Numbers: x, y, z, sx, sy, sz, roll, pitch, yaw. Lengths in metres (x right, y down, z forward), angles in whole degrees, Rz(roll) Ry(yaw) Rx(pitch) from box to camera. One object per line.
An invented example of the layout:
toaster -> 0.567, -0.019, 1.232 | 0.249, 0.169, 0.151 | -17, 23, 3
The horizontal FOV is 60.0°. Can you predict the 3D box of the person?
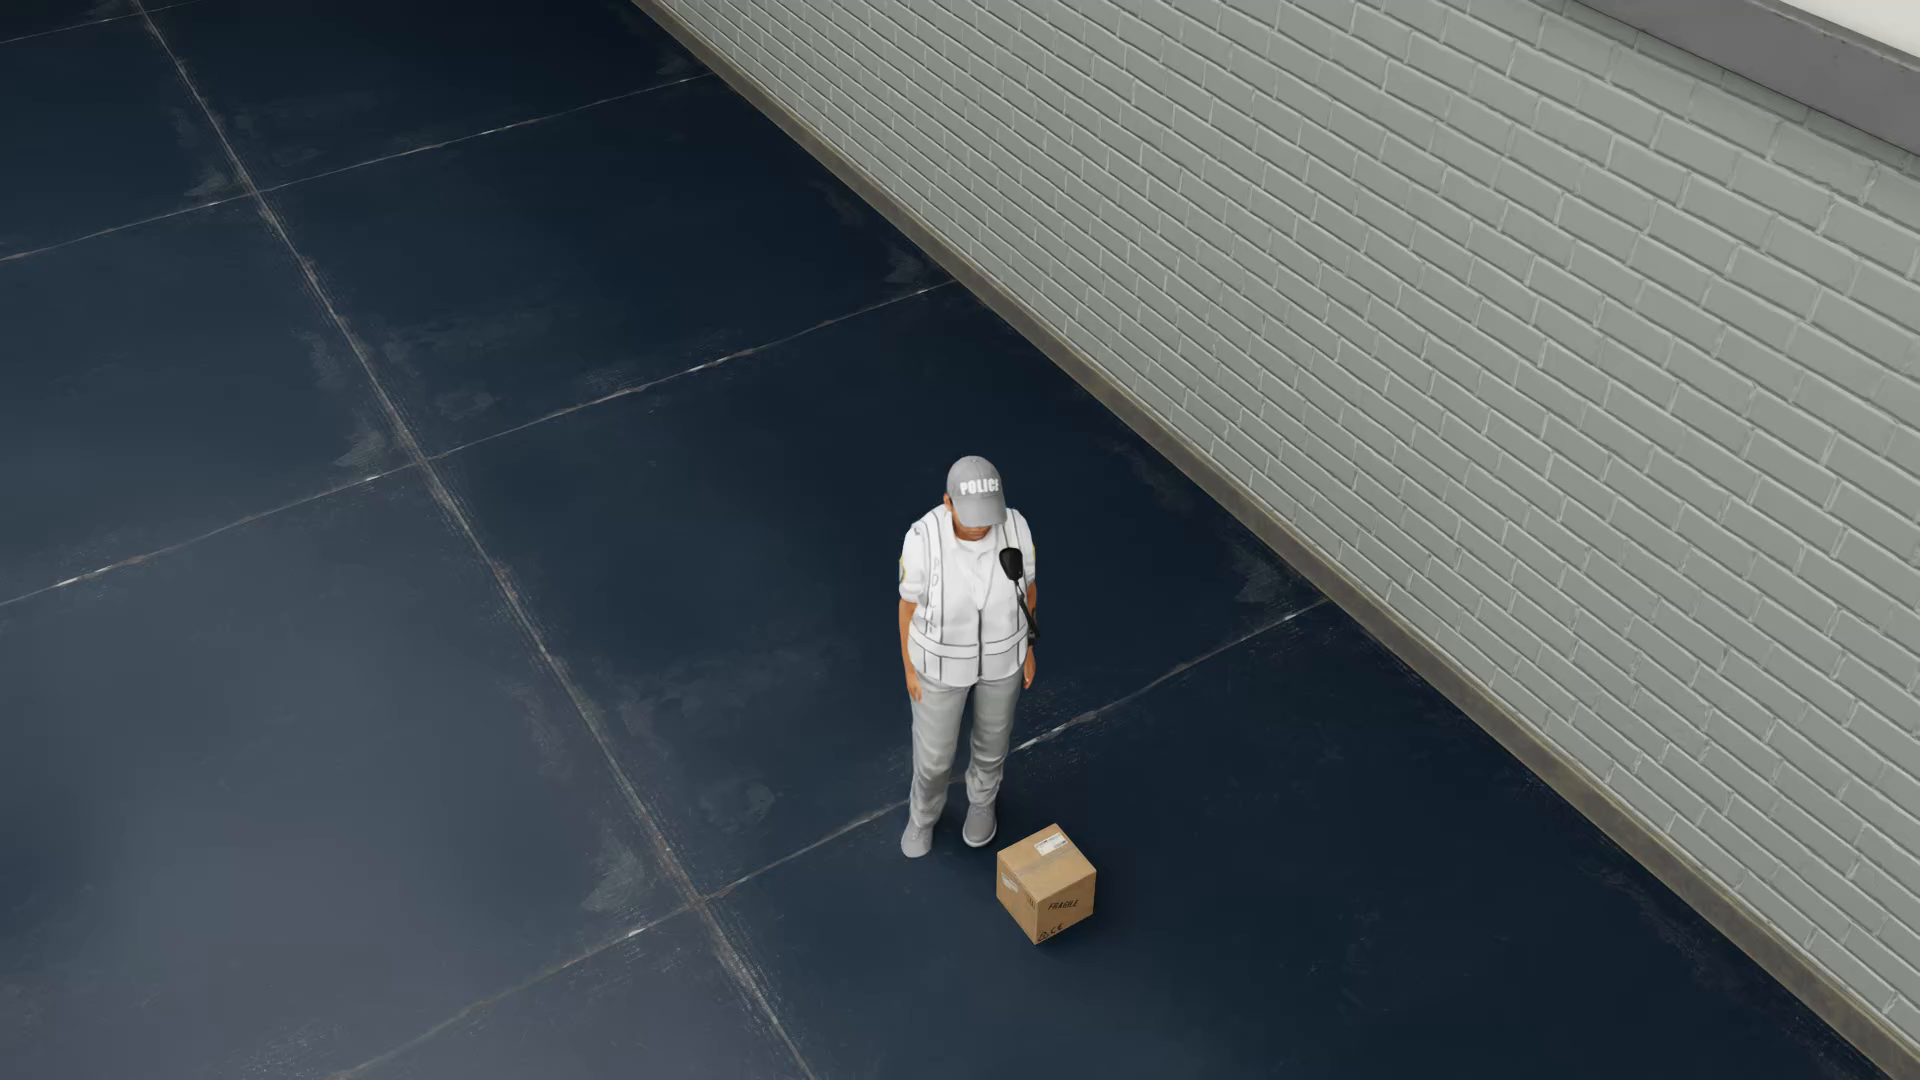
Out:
person -> 0.010, 0.426, 5.703 | 0.528, 1.727, 0.375 | -9, 42, -10
